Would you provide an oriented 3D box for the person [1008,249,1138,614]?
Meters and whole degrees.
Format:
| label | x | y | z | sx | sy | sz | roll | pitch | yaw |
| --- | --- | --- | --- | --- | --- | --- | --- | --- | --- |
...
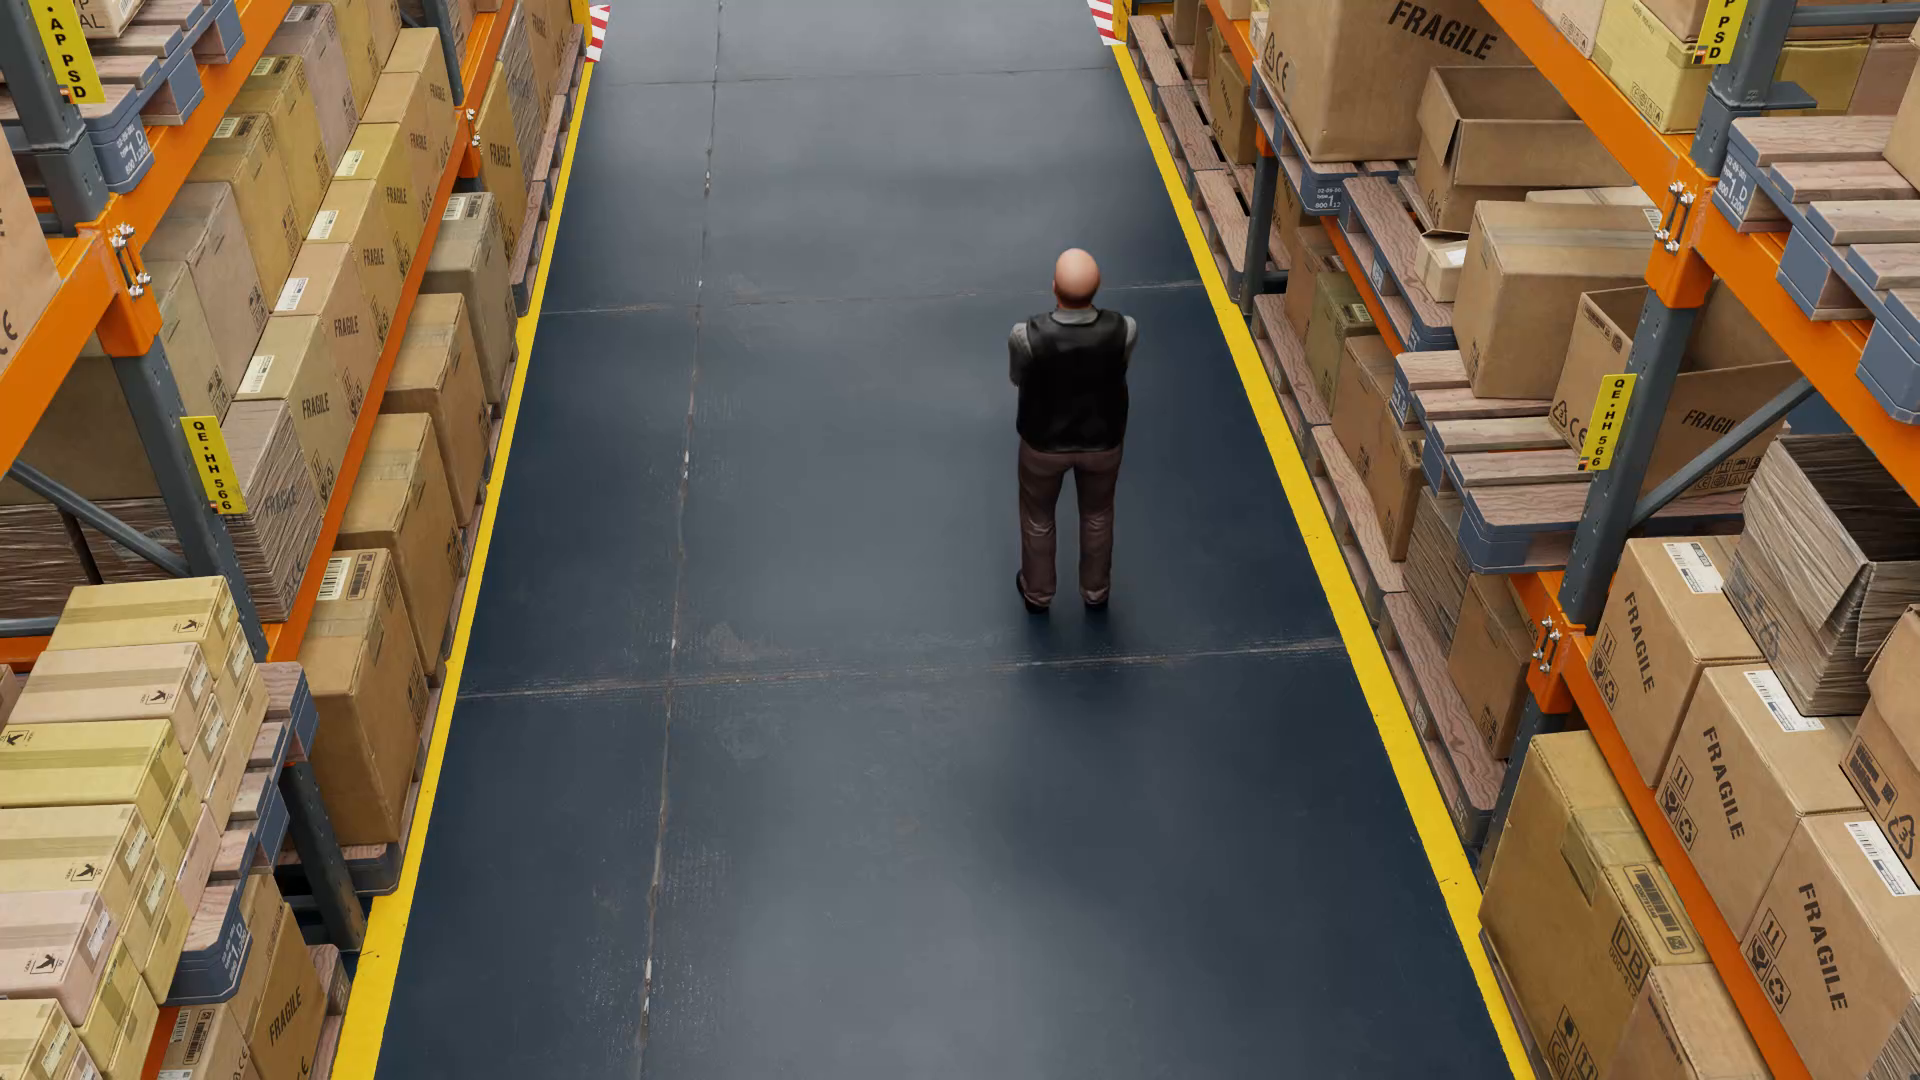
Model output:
| label | x | y | z | sx | sy | sz | roll | pitch | yaw |
| --- | --- | --- | --- | --- | --- | --- | --- | --- | --- |
| person | 0.425 | -0.472 | 6.760 | 0.502 | 1.720 | 0.552 | -3 | 39 | -4 |
